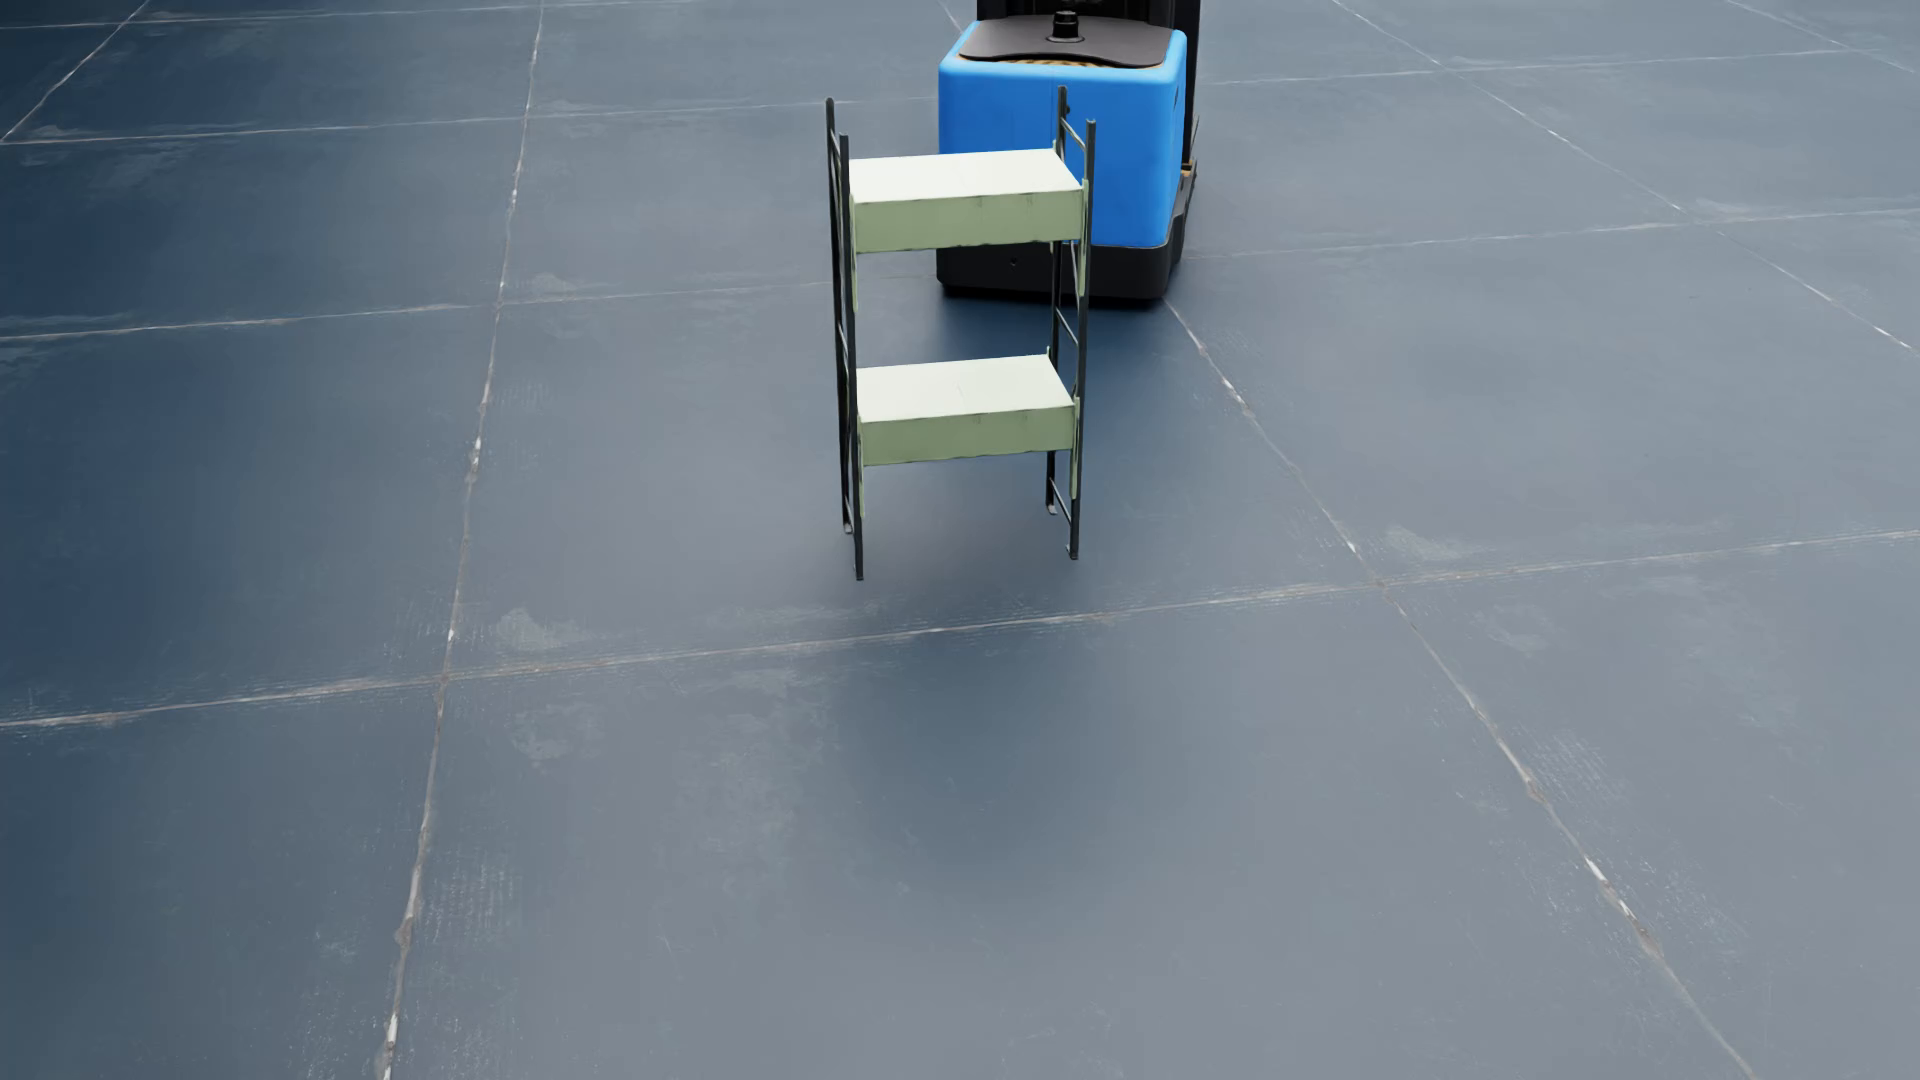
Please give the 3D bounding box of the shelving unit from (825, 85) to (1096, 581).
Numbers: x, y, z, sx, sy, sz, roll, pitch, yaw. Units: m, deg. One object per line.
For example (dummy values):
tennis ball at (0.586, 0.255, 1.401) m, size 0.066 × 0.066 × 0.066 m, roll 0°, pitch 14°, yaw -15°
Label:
shelving unit at (-0.007, -0.646, 5.369) m, size 0.755 × 1.500 × 0.431 m, roll -5°, pitch 31°, yaw -9°

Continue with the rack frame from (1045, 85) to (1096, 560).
rack frame at (0.353, -0.679, 5.426) m, size 0.023 × 1.500 × 0.400 m, roll -5°, pitch 31°, yaw -9°

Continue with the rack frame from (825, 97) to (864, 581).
rack frame at (-0.367, -0.612, 5.312) m, size 0.023 × 1.500 × 0.400 m, roll -5°, pitch 31°, yaw -9°

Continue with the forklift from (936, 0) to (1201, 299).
forklift at (0.669, -3.072, 8.083) m, size 1.130 × 2.935 × 3.031 m, roll 5°, pitch 31°, yaw 9°

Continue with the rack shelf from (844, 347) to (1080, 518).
rack shelf at (-0.007, -0.365, 5.534) m, size 0.720 × 0.370 × 0.431 m, roll -5°, pitch 31°, yaw -9°

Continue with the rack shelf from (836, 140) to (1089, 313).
rack shelf at (-0.007, -0.982, 5.171) m, size 0.720 × 0.370 × 0.431 m, roll -5°, pitch 31°, yaw -9°
